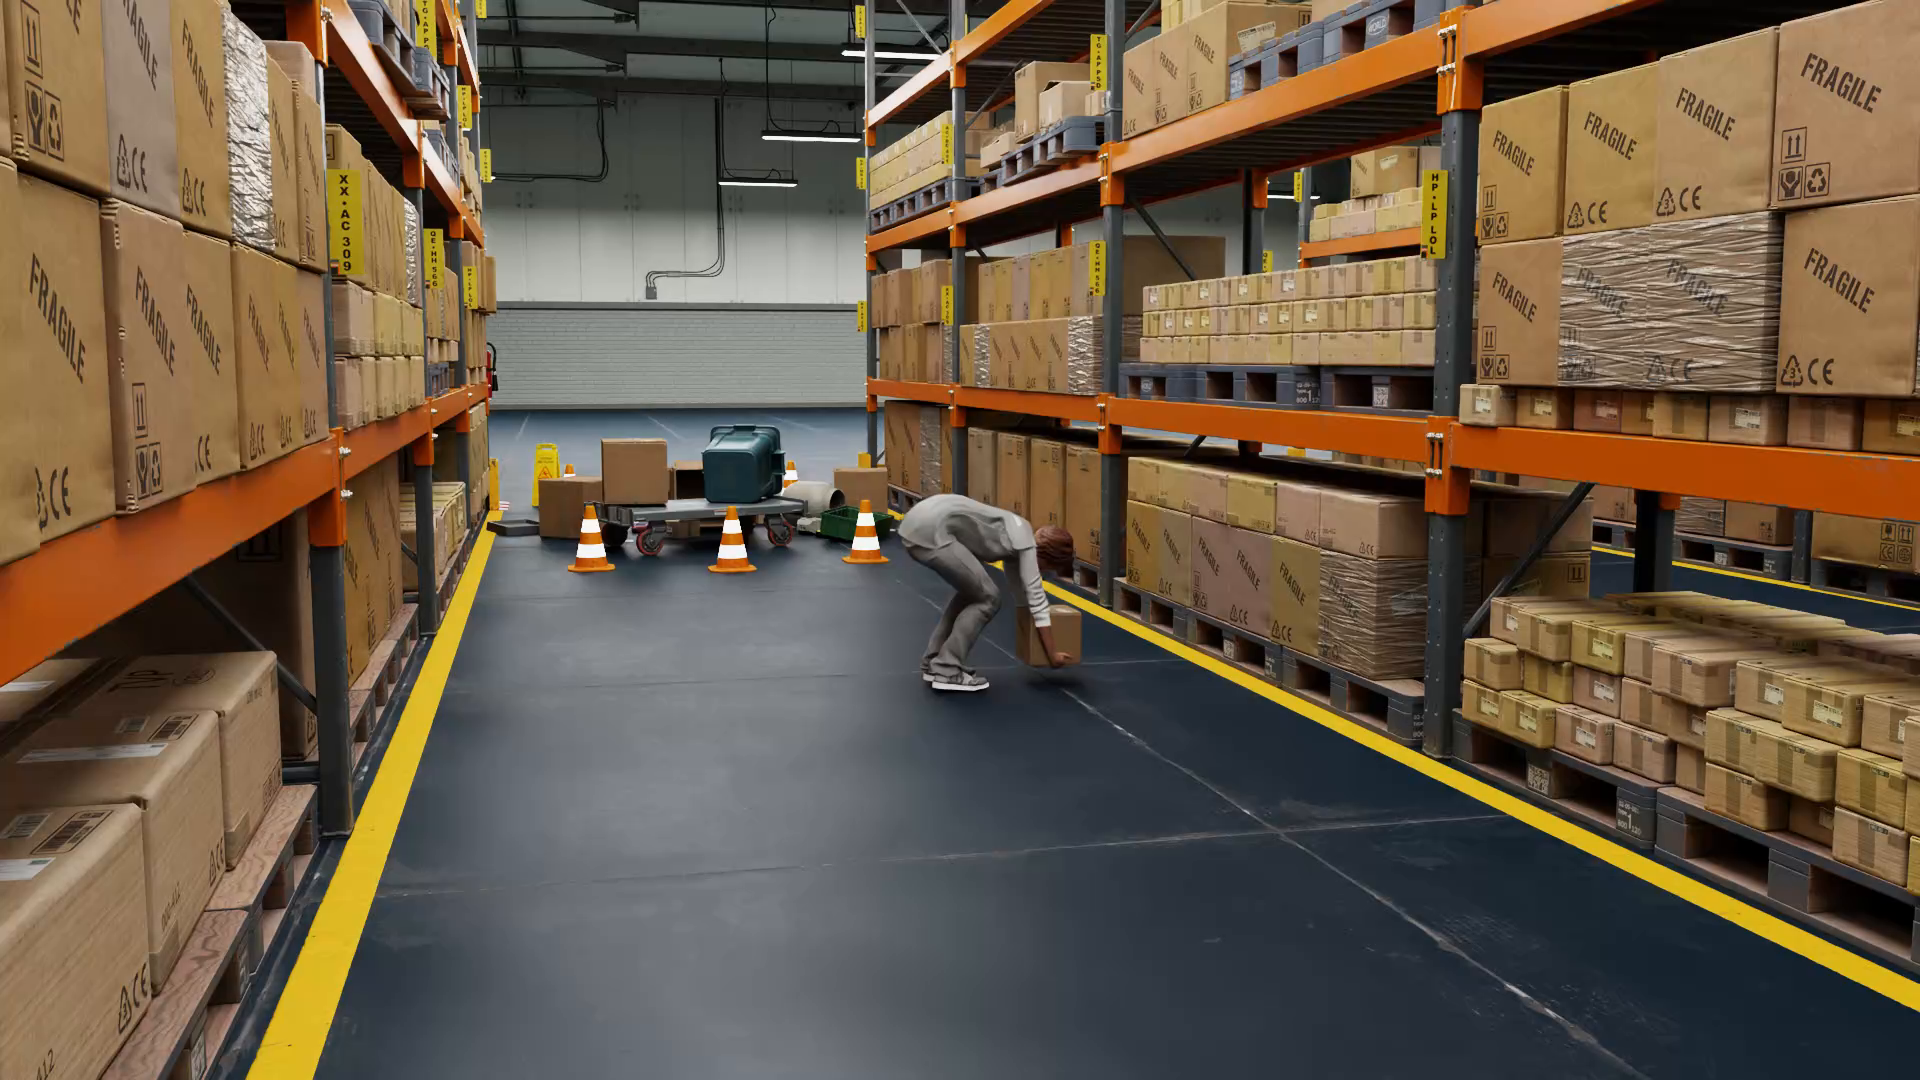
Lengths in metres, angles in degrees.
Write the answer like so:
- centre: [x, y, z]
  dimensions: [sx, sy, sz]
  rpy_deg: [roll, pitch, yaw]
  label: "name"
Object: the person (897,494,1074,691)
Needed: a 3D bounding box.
- centre: [0.129, 0.237, 7.851]
  dimensions: [0.858, 0.911, 0.420]
  rpy_deg: [-2, 7, -17]
  label: "person"
